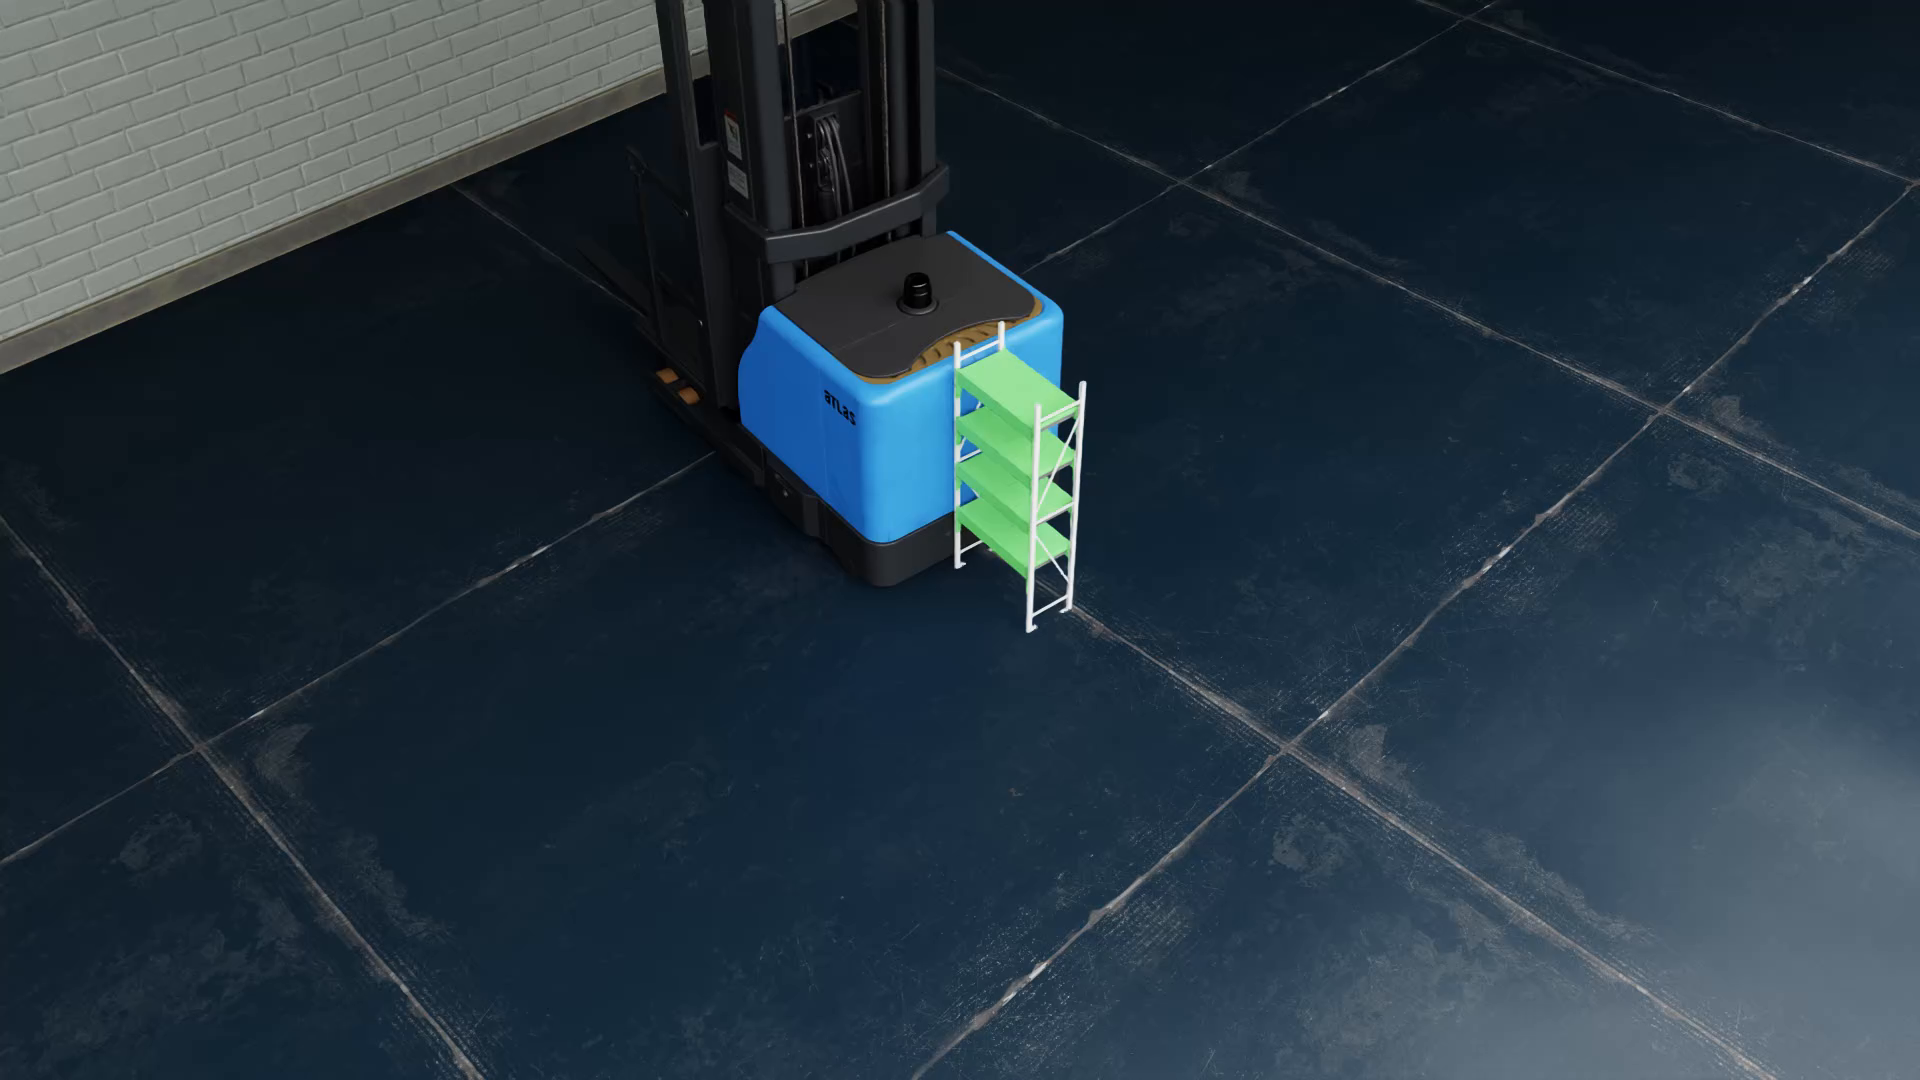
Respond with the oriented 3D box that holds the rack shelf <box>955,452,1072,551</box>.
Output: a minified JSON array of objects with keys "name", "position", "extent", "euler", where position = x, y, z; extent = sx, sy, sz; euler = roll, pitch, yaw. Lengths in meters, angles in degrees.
[{"name":"rack shelf","position":[0.225,-0.189,6.781],"extent":[0.258,0.148,0.480],"euler":[-28,49,-27]}]

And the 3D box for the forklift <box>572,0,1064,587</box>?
[{"name":"forklift","position":[-0.855,-1.826,7.184],"extent":[1.130,2.935,3.031],"euler":[-28,49,-27]}]

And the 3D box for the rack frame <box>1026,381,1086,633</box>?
[{"name":"rack frame","position":[0.374,-0.104,6.596],"extent":[0.240,1.200,0.015],"euler":[-28,49,-27]}]

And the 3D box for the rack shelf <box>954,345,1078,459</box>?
[{"name":"rack shelf","position":[0.225,-0.541,6.456],"extent":[0.258,0.148,0.480],"euler":[-28,49,-27]}]

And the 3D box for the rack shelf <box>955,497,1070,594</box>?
[{"name":"rack shelf","position":[0.225,-0.012,6.944],"extent":[0.258,0.148,0.480],"euler":[-28,49,-27]}]

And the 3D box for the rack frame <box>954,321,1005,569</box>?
[{"name":"rack frame","position":[0.076,-0.366,6.880],"extent":[0.240,1.200,0.015],"euler":[-28,49,-27]}]

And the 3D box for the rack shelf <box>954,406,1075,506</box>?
[{"name":"rack shelf","position":[0.225,-0.365,6.619],"extent":[0.258,0.148,0.480],"euler":[-28,49,-27]}]

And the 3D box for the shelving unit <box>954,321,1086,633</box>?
[{"name":"shelving unit","position":[0.225,-0.235,6.738],"extent":[0.258,1.200,0.503],"euler":[-28,49,-27]}]
